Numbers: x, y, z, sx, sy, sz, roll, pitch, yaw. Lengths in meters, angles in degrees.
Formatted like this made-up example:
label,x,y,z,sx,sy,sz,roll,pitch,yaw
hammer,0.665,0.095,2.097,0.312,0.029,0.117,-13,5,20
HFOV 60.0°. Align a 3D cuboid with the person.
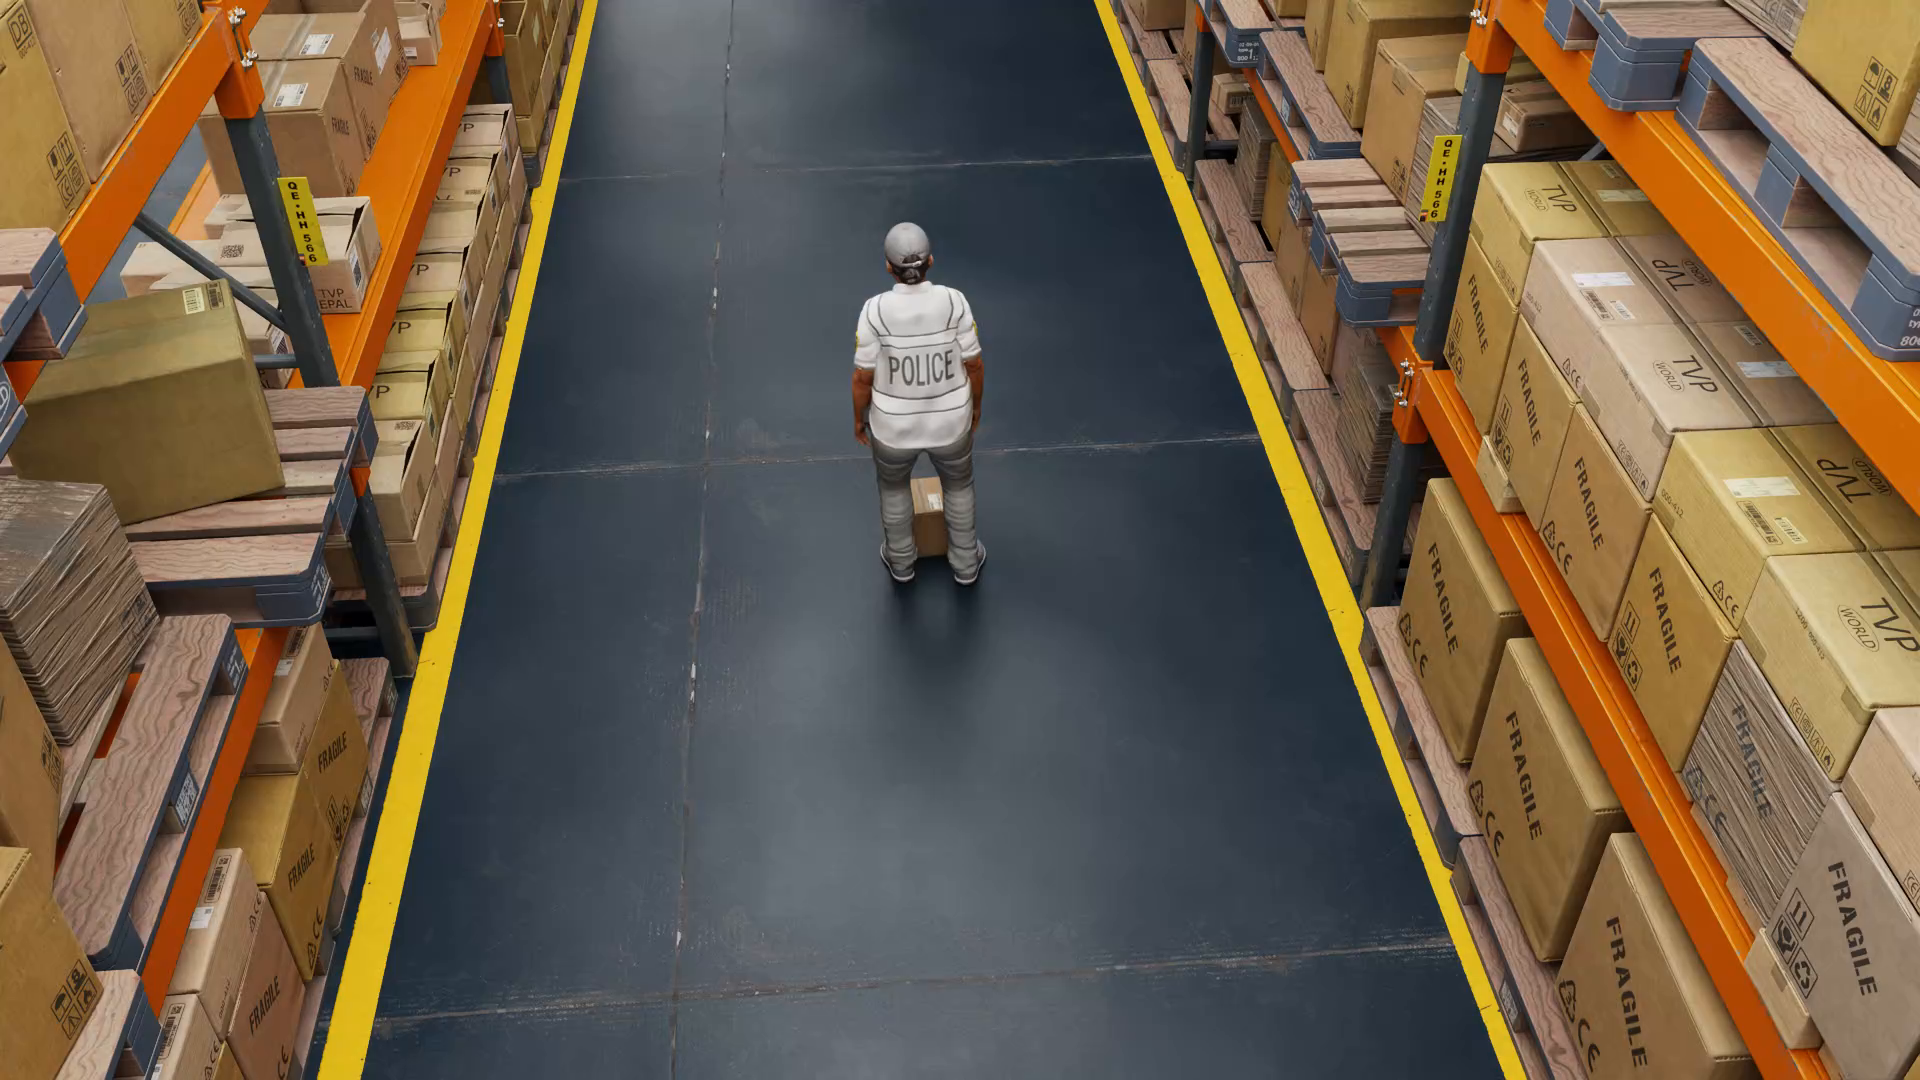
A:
label,x,y,z,sx,sy,sz,roll,pitch,yaw
person,-0.156,-0.509,6.770,0.564,1.667,0.465,-5,40,-6
